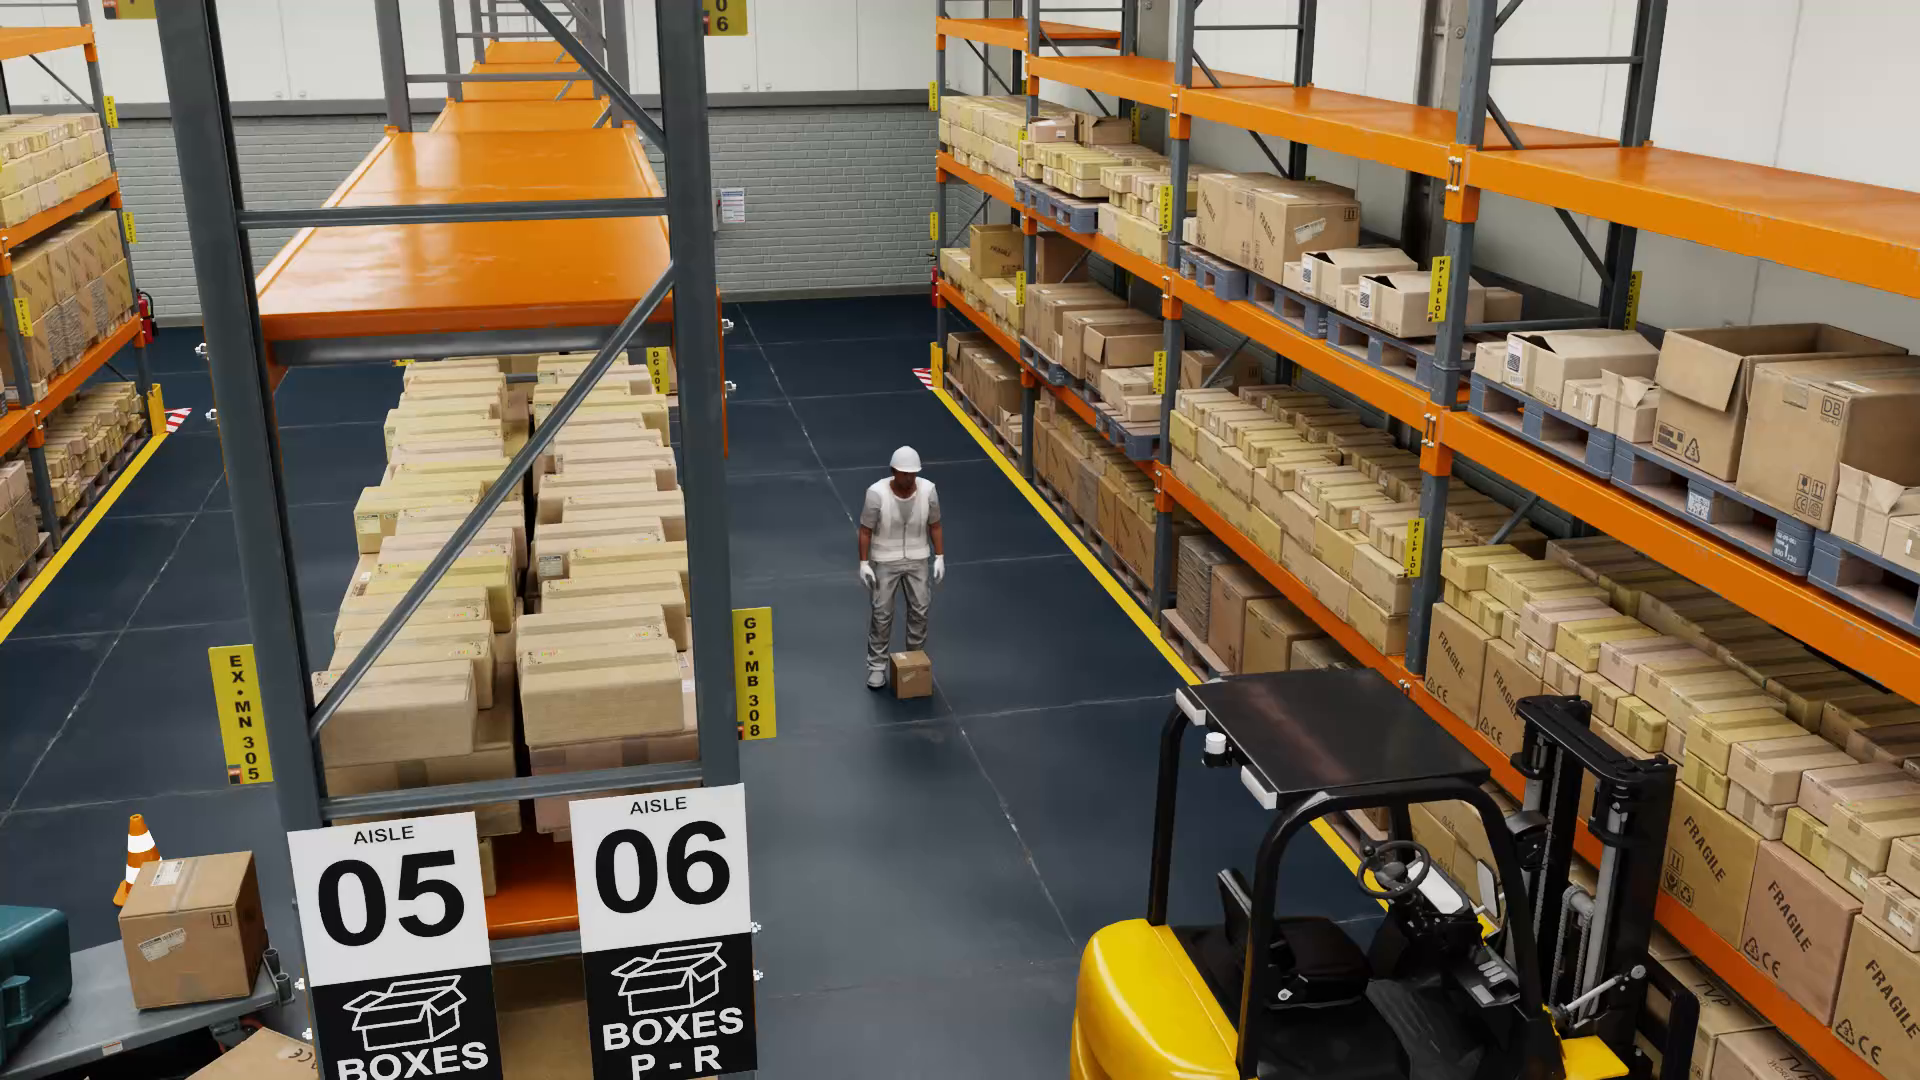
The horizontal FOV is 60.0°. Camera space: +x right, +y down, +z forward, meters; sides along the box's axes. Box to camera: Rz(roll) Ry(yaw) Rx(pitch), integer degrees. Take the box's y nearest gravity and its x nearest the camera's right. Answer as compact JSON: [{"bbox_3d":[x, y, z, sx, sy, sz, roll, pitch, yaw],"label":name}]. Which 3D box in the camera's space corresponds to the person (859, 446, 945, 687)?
[{"bbox_3d":[-0.416,0.174,11.881,0.629,1.774,0.453,-5,20,-14],"label":"person"}]
